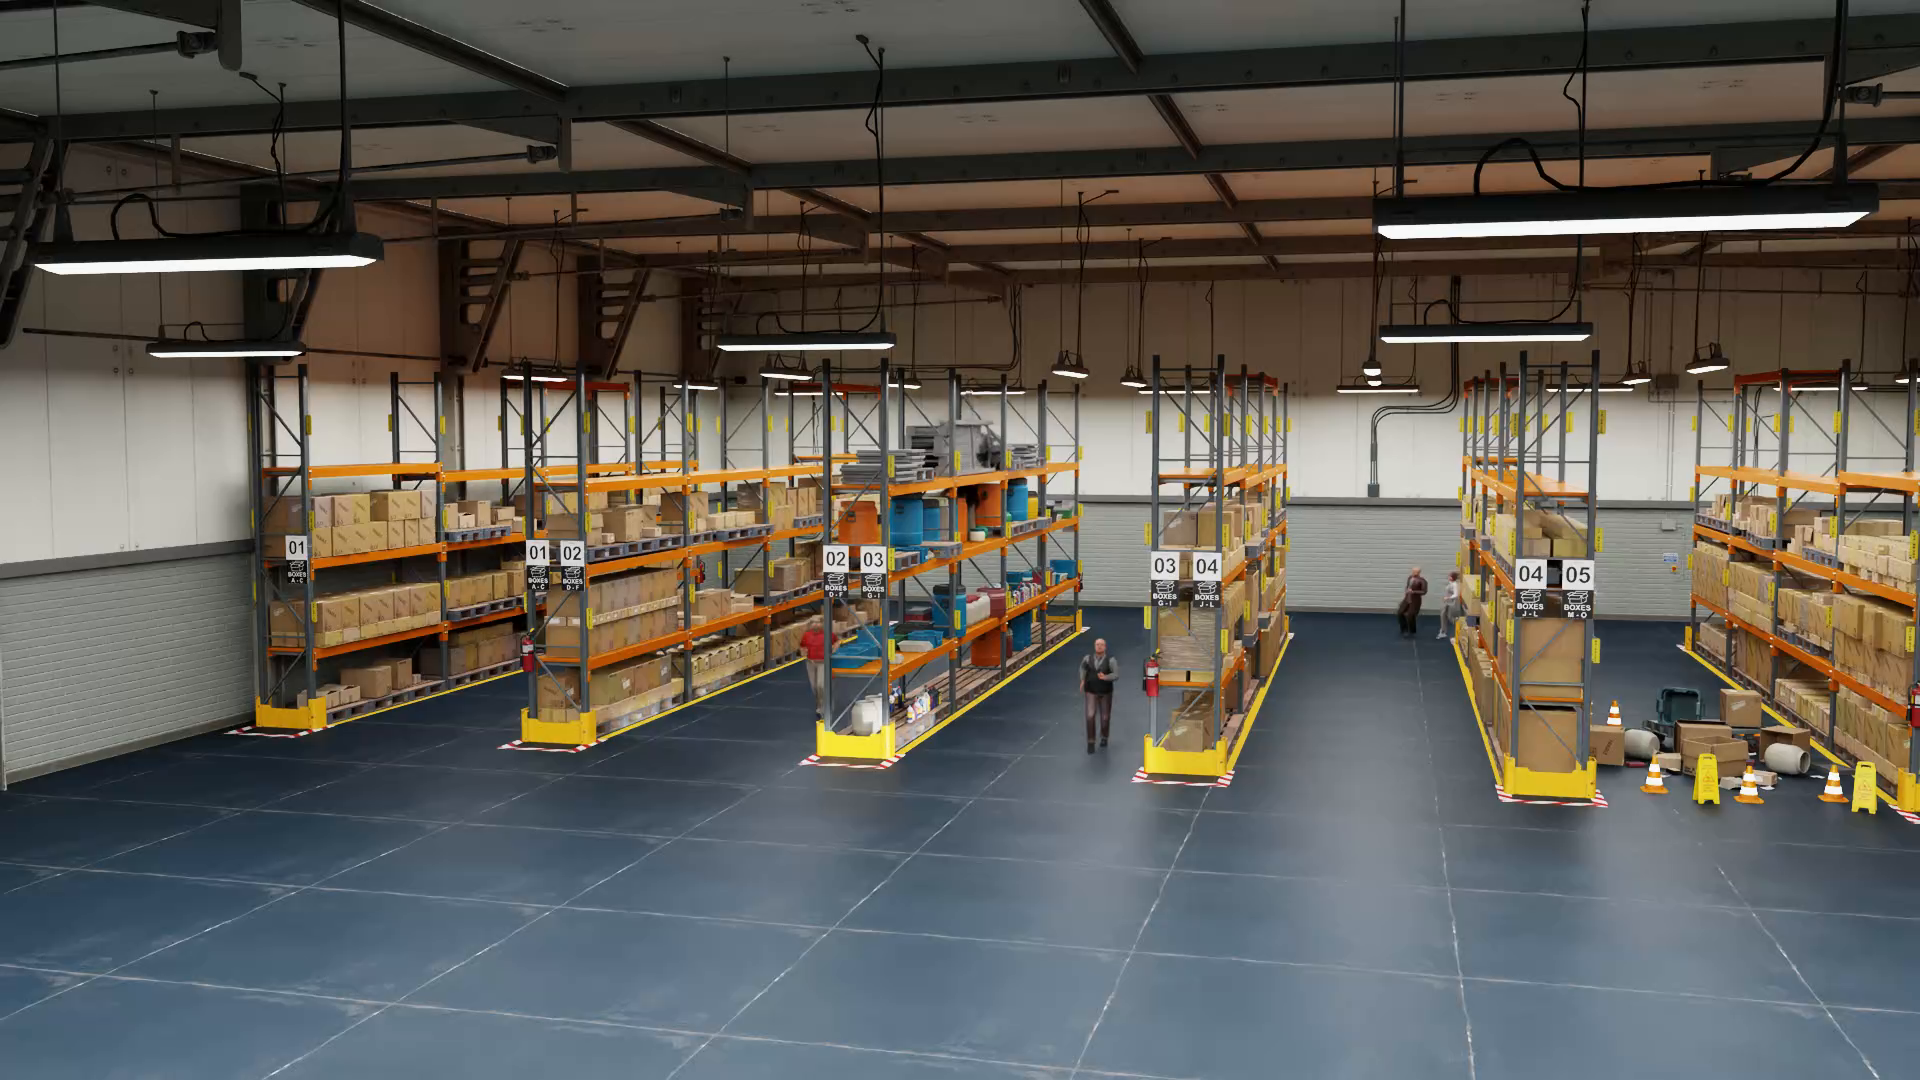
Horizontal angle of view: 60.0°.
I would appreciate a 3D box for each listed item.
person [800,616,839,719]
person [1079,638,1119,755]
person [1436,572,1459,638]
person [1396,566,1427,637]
[{"bbox_3d":[-2.440,2.197,28.506,0.638,1.784,0.767,1,4,13],"label":"person"},{"bbox_3d":[2.123,2.393,25.449,0.624,1.780,0.752,1,4,7],"label":"person"},{"bbox_3d":[11.594,1.531,39.056,0.738,1.592,0.560,-1,4,-7],"label":"person"},{"bbox_3d":[10.632,1.464,39.034,0.694,1.724,0.819,-3,5,-36],"label":"person"}]
